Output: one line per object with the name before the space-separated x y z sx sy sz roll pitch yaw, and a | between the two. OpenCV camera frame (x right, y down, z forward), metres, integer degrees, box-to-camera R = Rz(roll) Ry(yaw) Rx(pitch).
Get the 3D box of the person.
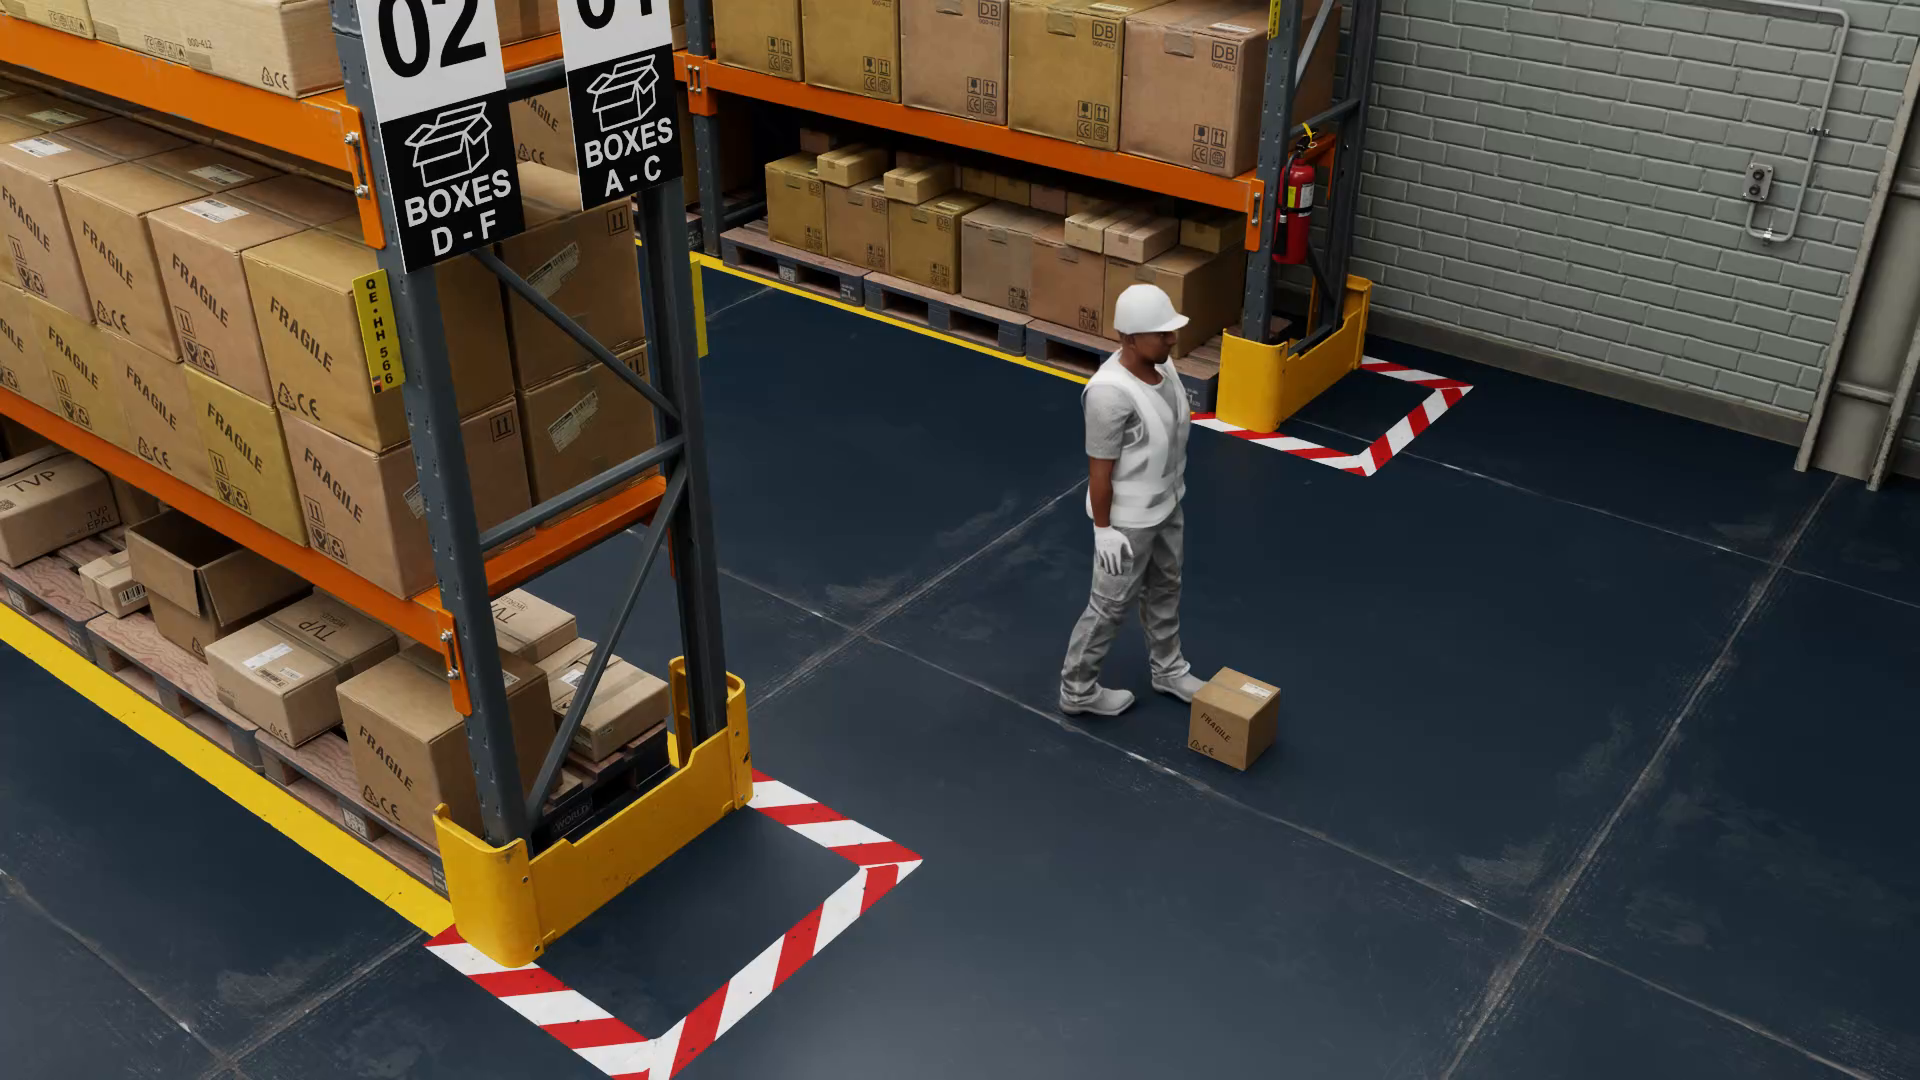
person | 0.743 -0.110 6.293 0.578 1.788 0.573 15 34 24
